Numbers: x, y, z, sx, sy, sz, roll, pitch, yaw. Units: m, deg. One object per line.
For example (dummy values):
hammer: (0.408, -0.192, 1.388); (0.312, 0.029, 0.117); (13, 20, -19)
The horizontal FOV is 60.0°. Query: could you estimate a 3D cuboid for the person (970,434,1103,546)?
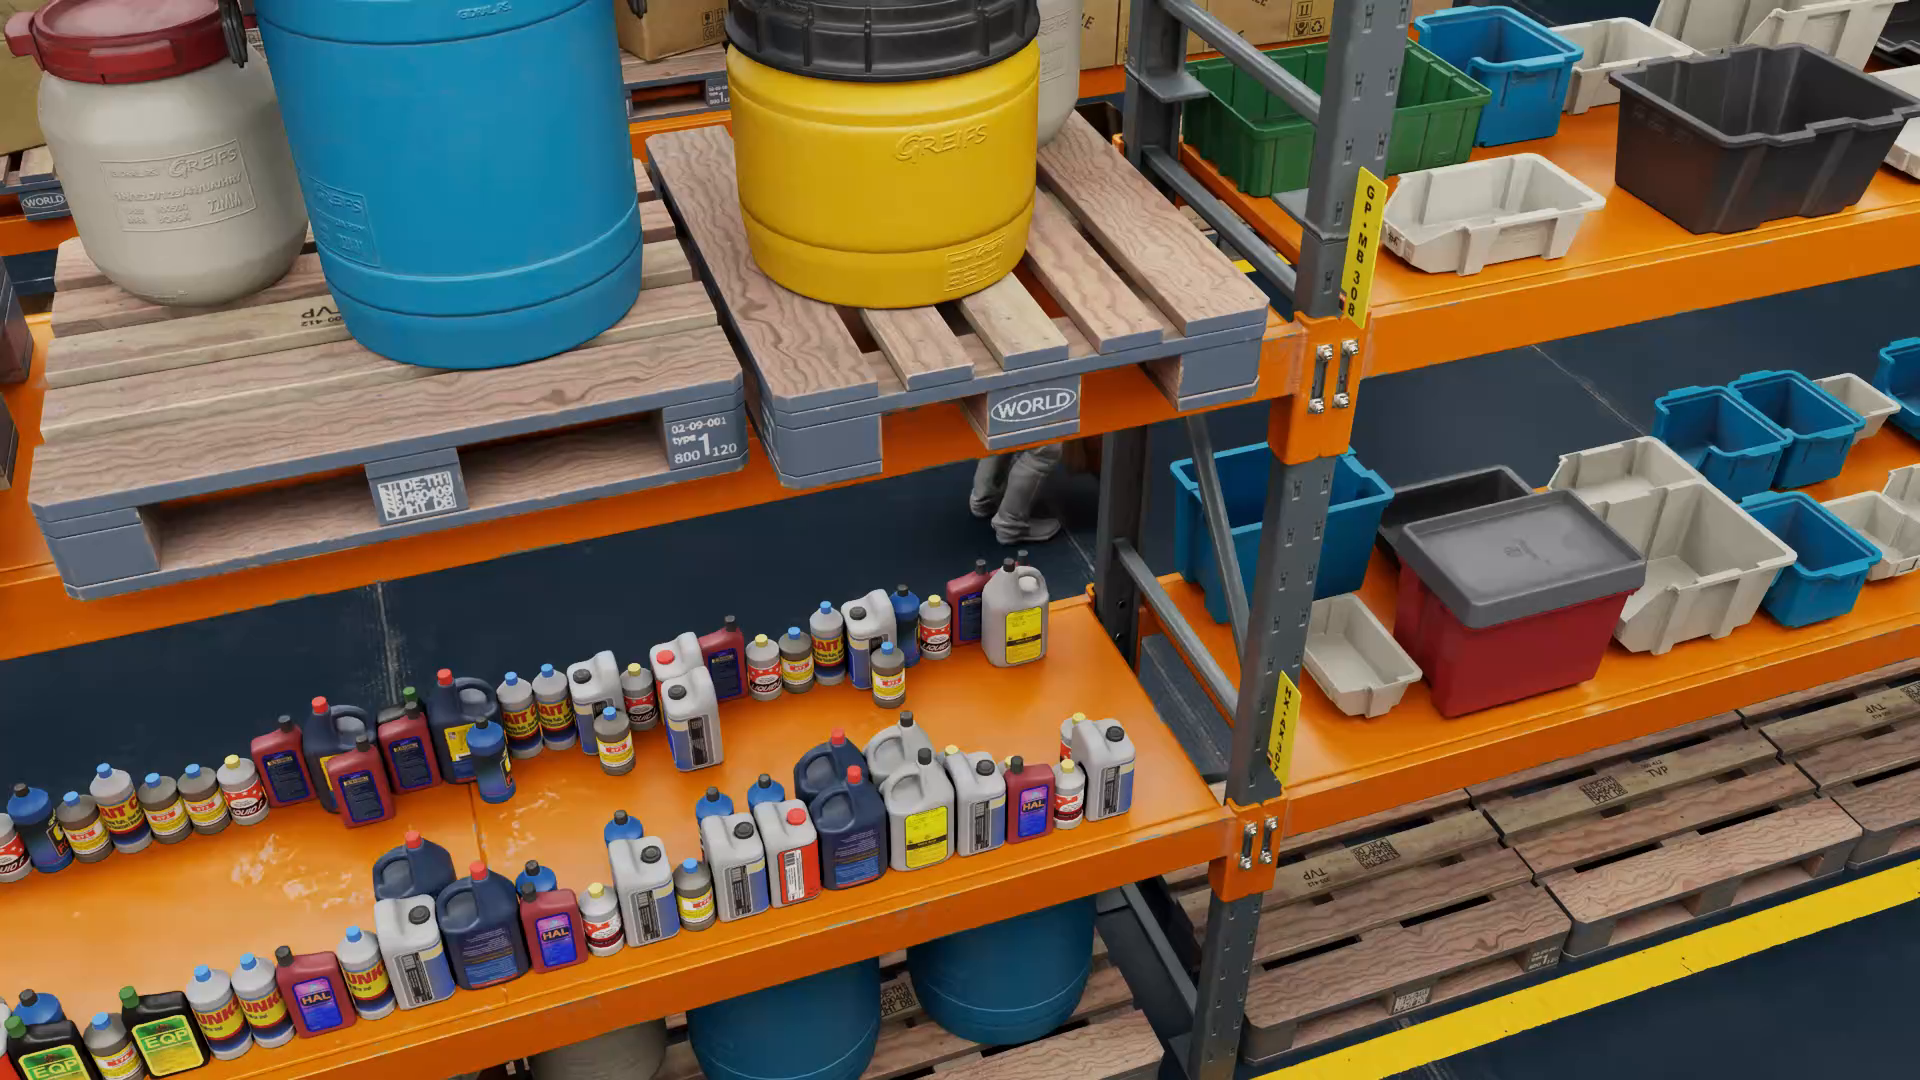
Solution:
person: (0.428, -0.574, 7.408); (0.972, 1.118, 0.476); (-14, 40, -17)
